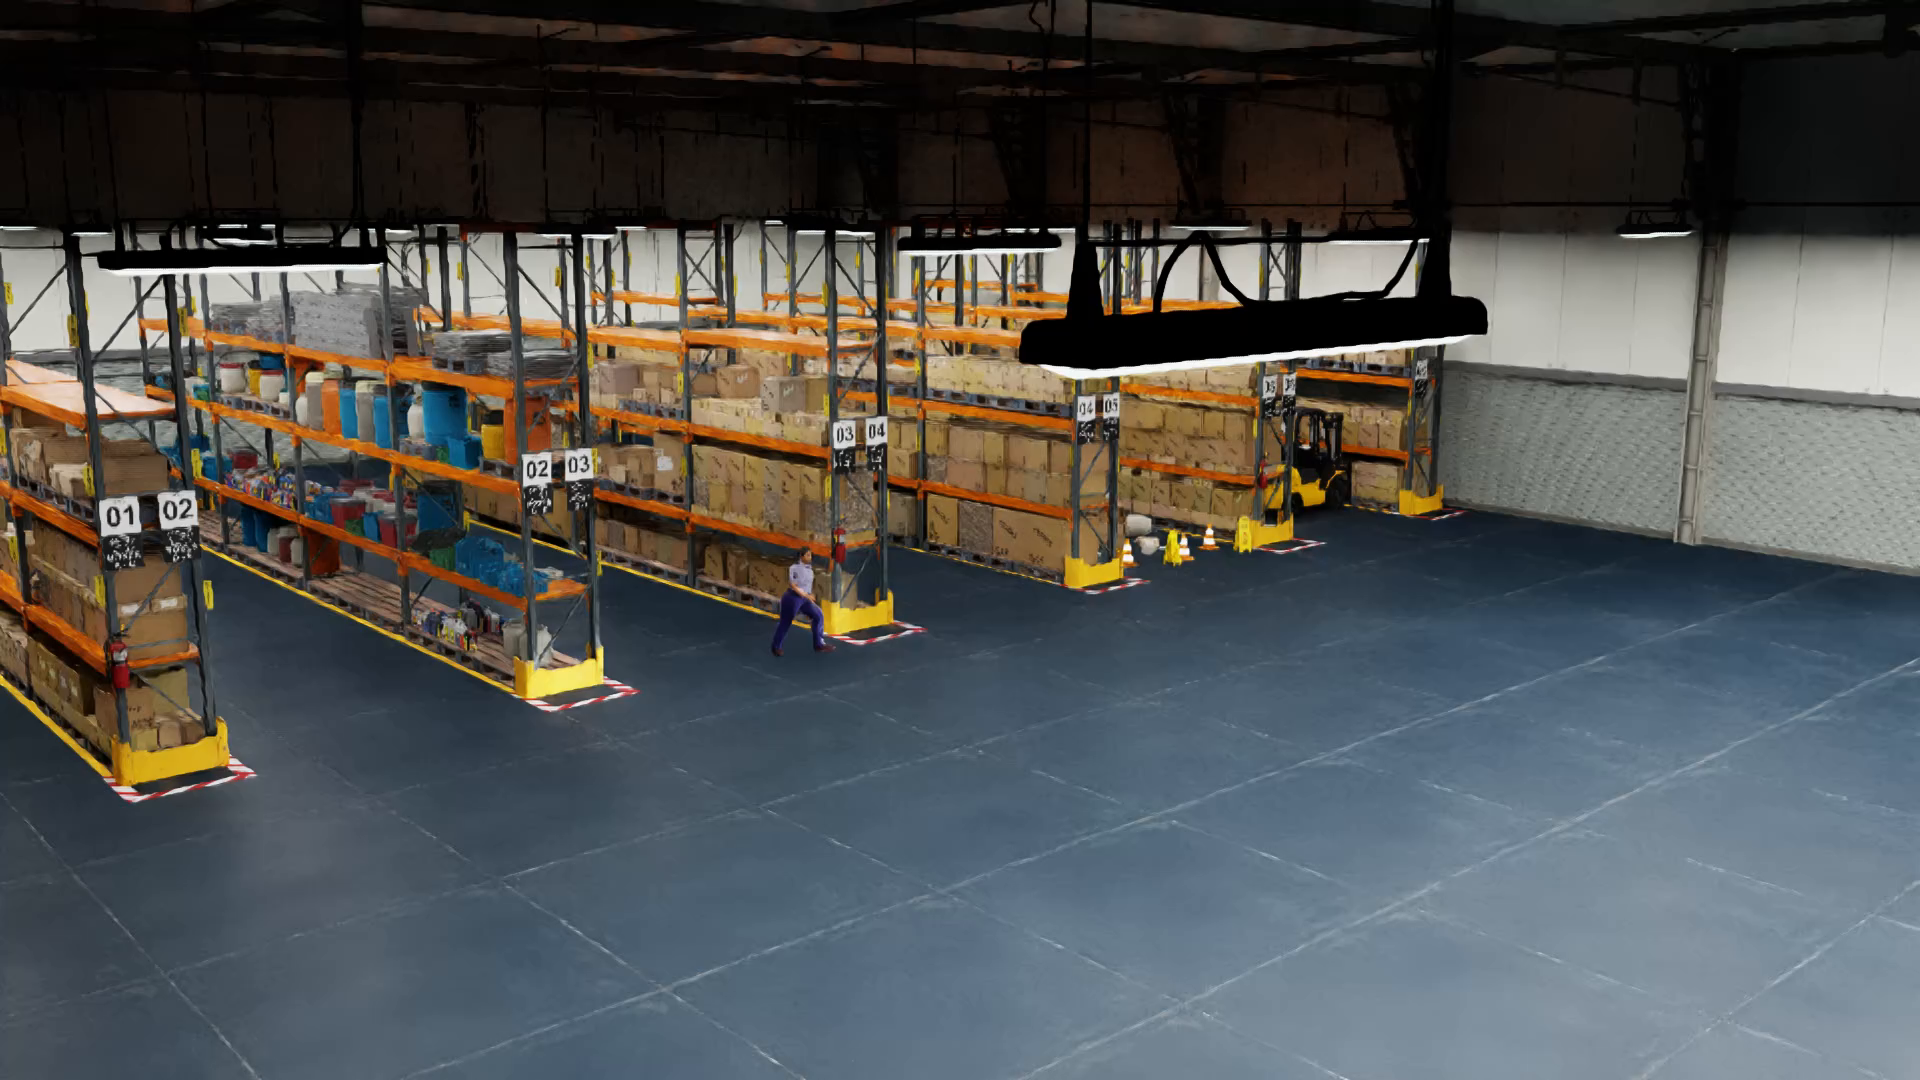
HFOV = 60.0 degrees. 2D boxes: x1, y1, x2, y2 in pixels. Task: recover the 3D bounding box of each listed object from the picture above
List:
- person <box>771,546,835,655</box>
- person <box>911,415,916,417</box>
[{"bbox_3d":[-2.281,0.841,23.680,0.779,1.589,0.662,6,13,28],"label":"person"},{"bbox_3d":[-1.004,-1.912,36.899,0.578,1.725,0.444,4,12,17],"label":"person"}]
